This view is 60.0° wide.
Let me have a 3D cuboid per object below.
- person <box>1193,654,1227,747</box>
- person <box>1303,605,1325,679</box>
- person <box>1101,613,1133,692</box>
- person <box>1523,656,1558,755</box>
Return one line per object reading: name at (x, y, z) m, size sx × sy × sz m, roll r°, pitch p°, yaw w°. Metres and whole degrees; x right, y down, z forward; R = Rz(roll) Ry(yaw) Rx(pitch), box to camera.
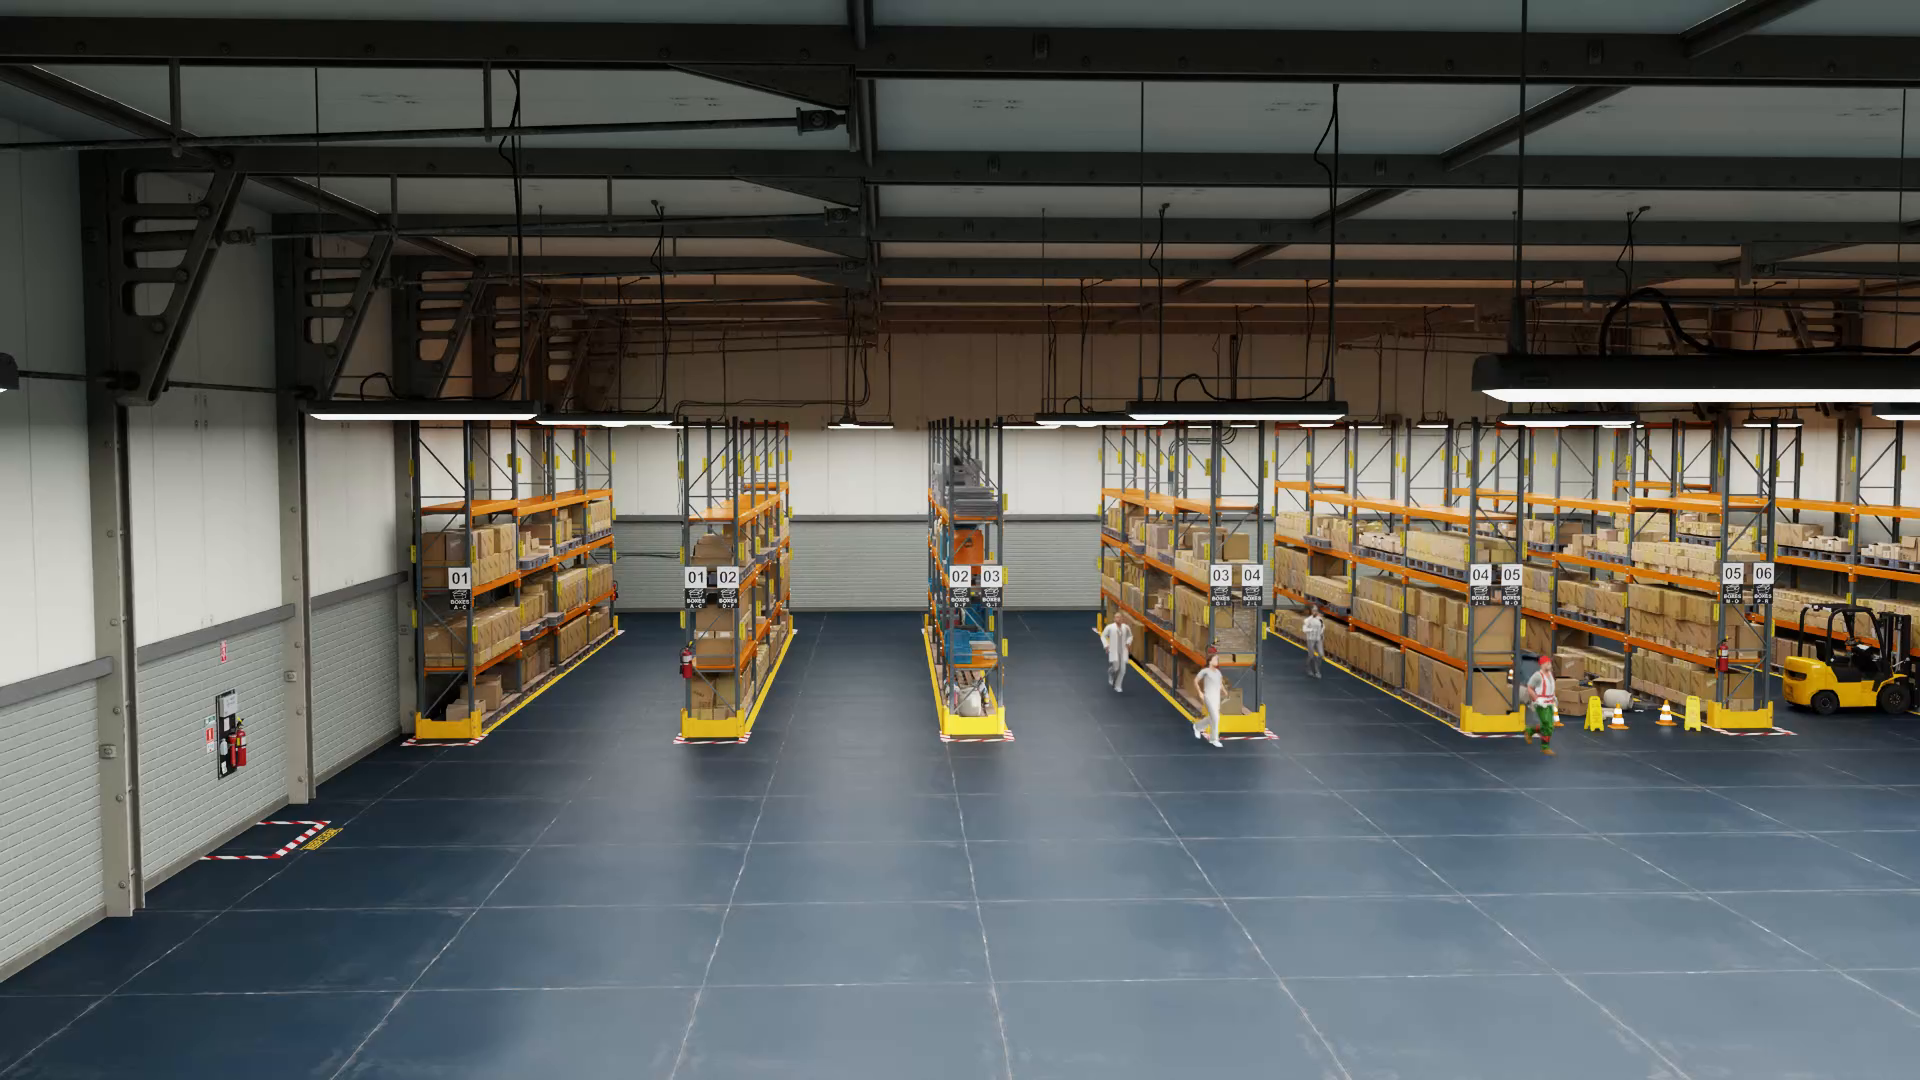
person at (4.621, 2.921, 30.537) m, size 0.610 × 1.653 × 0.748 m, roll -3°, pitch 5°, yaw -38°
person at (8.249, 2.360, 38.634) m, size 0.592 × 1.734 × 0.684 m, roll 0°, pitch 4°, yaw -4°
person at (3.483, 2.470, 36.680) m, size 0.710 × 1.733 × 0.637 m, roll -1°, pitch 4°, yaw -10°
person at (10.322, 2.921, 29.621) m, size 0.660 × 1.748 × 0.715 m, roll -3°, pitch 5°, yaw -38°
